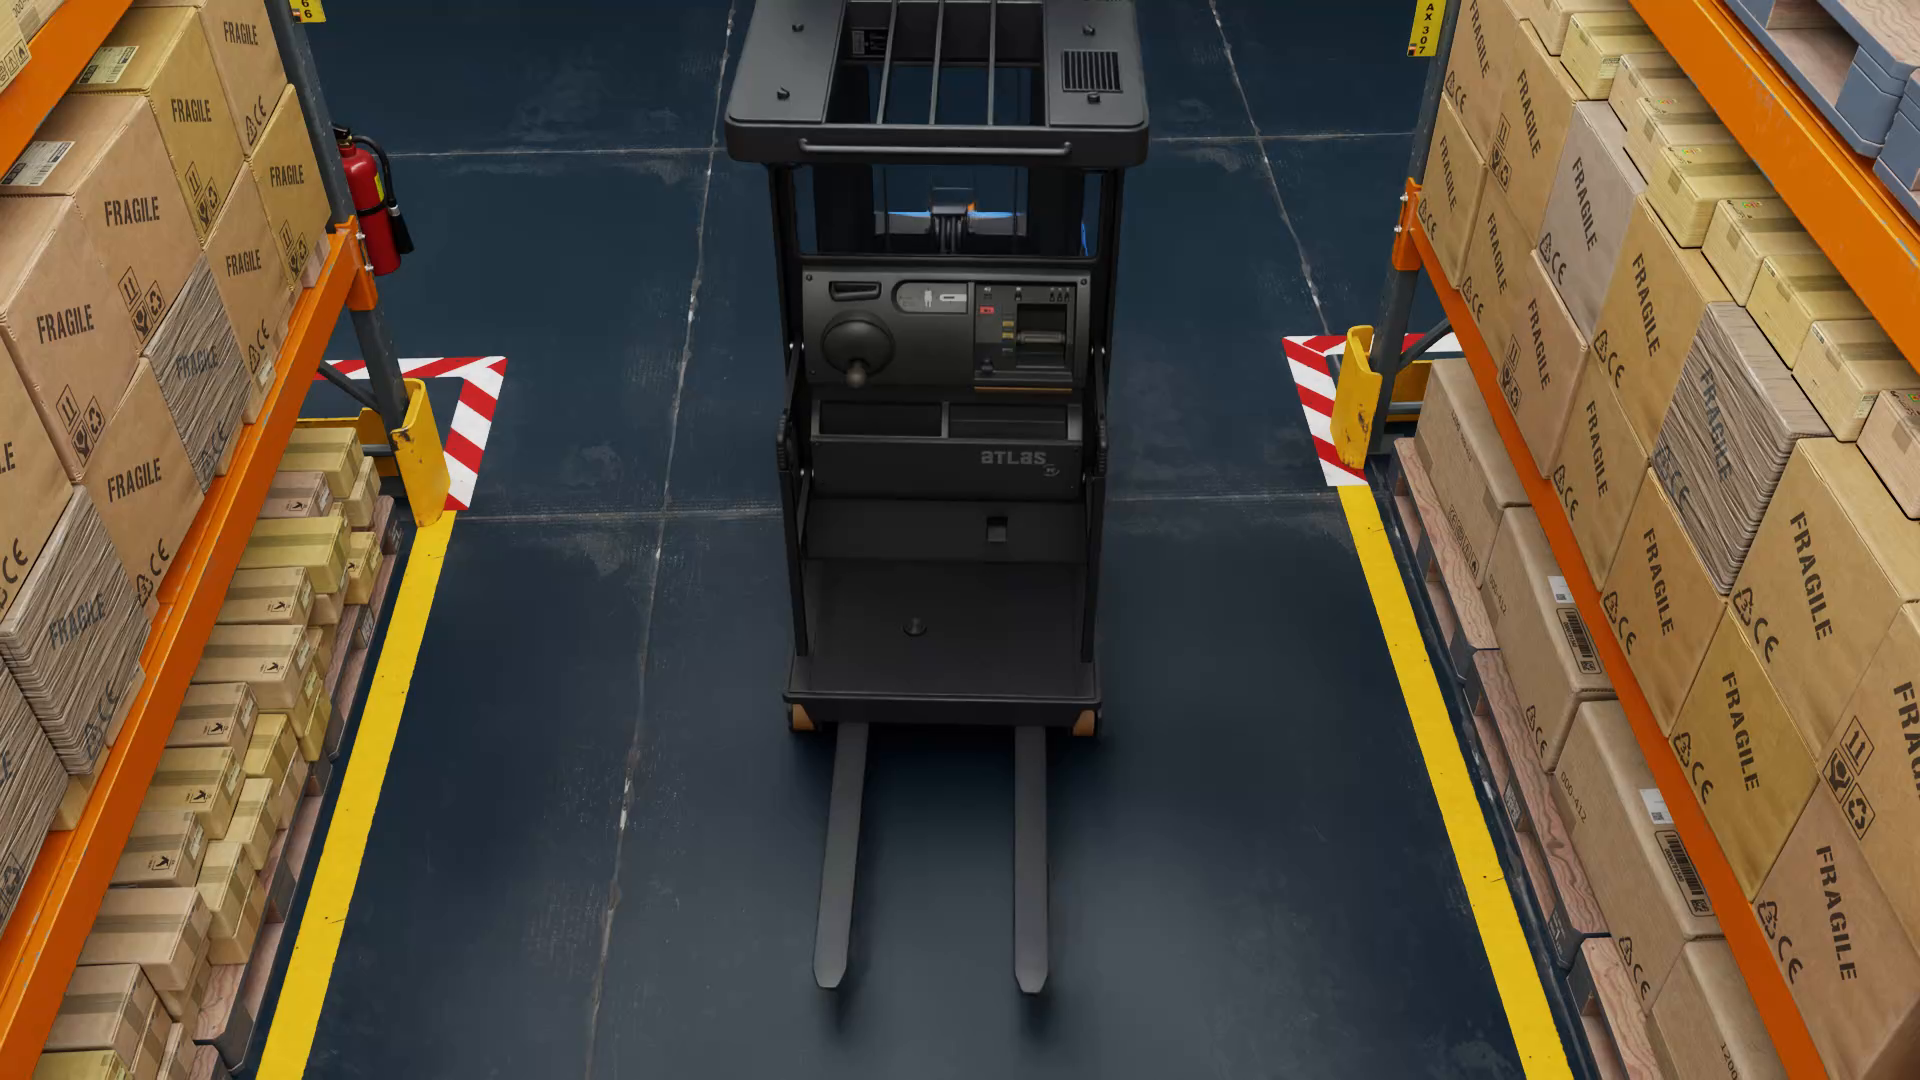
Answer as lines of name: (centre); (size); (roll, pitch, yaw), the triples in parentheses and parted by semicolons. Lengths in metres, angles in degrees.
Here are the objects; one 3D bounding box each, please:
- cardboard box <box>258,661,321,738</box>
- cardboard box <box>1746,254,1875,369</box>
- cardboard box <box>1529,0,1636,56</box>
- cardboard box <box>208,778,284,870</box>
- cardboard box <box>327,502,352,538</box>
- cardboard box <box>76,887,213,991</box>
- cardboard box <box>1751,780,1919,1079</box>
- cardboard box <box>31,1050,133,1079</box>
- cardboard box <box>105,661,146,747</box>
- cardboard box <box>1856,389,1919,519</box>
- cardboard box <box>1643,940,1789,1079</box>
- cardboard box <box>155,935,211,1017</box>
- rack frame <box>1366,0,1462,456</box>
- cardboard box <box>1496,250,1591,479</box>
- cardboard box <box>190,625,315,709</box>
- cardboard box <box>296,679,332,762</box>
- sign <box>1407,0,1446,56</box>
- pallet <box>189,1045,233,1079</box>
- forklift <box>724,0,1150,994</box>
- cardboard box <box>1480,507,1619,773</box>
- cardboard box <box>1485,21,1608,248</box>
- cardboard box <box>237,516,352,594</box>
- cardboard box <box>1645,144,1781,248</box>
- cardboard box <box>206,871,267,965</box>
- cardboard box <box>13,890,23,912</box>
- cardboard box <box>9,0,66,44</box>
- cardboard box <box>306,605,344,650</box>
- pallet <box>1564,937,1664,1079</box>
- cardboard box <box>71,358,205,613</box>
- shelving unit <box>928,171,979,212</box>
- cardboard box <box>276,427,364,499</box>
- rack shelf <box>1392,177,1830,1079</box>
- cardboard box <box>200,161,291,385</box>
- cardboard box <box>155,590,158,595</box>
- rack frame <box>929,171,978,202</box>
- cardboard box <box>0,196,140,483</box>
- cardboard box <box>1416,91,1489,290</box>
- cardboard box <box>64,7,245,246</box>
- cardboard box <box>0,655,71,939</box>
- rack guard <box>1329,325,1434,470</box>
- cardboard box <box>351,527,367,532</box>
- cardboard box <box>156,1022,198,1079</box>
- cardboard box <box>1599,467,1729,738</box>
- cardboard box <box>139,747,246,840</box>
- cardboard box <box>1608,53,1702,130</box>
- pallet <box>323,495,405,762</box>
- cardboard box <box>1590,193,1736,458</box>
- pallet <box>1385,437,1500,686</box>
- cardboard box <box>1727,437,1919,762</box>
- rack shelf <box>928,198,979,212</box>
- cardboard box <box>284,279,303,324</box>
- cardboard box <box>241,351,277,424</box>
cardboard box: (-2.366, 0.524, 5.538); (0.380, 0.149, 0.250); (-1, 43, -1)
cardboard box: (2.057, -0.529, 3.813); (0.380, 0.149, 0.250); (-2, 43, -3)
cardboard box: (1.927, -1.565, 4.943); (0.380, 0.149, 0.250); (0, 43, 0)
cardboard box: (-2.334, 0.882, 5.147); (0.380, 0.149, 0.250); (-1, 43, -1)
cardboard box: (-2.467, 0.002, 6.107); (0.380, 0.149, 0.250); (-3, 43, -3)
cardboard box: (-2.345, 1.121, 4.666); (0.380, 0.149, 0.250); (-1, 43, -1)
cardboard box: (2.104, 0.836, 3.544); (0.500, 0.500, 0.500); (-1, 43, -1)
cardboard box: (-2.382, 1.471, 4.284); (0.380, 0.149, 0.250); (-2, 43, -2)
cardboard box: (-2.352, 0.394, 4.287); (0.380, 0.149, 0.250); (0, 43, 0)
cardboard box: (2.116, -0.184, 3.437); (0.380, 0.149, 0.250); (-2, 43, -2)
cardboard box: (2.460, 1.542, 4.433); (0.875, 0.438, 0.875); (-2, 43, -2)
cardboard box: (-2.401, 1.221, 4.776); (0.380, 0.149, 0.250); (0, 43, 0)
rack frame: (2.209, -1.521, 6.190); (1.000, 3.000, 0.127); (-2, 43, -2)
cardboard box: (1.996, -0.541, 5.047); (0.500, 0.500, 0.500); (-2, 43, -2)
cardboard box: (-2.350, 0.415, 5.436); (0.380, 0.149, 0.250); (0, 43, 0)
cardboard box: (-2.367, 0.623, 5.650); (0.380, 0.149, 0.250); (-3, 43, -4)
sign: (1.655, -1.858, 5.858); (0.100, 0.325, 0.005); (-2, 43, -2)
pallet: (-2.626, 1.965, 4.450); (1.003, 0.211, 1.213); (-2, 43, -2)
forklift: (-0.048, -0.597, 5.233); (1.130, 2.935, 3.031); (1, 43, 1)
cardboard box: (2.385, 0.329, 5.757); (0.875, 0.438, 0.875); (-1, 43, -1)
cardboard box: (1.974, -1.246, 5.075); (0.500, 0.500, 0.500); (-3, 43, -3)
cardboard box: (-2.365, 0.058, 5.825); (0.380, 0.149, 0.250); (-3, 43, -3)
cardboard box: (1.972, -0.870, 4.185); (0.380, 0.149, 0.250); (-3, 43, -3)
cardboard box: (-2.352, 1.156, 5.068); (0.380, 0.149, 0.250); (-3, 43, -3)
cardboard box: (-2.402, 0.747, 3.901); (0.380, 0.149, 0.250); (-3, 43, -4)
cardboard box: (-2.412, -1.383, 3.930); (0.500, 0.250, 0.500); (0, 43, 0)
cardboard box: (-2.464, 0.286, 6.017); (0.380, 0.149, 0.250); (-2, 43, -2)
pallet: (2.425, 1.691, 4.749); (1.003, 0.211, 1.213); (-2, 43, -2)
cardboard box: (-2.397, -0.135, 4.383); (0.500, 0.500, 0.500); (0, 43, 0)
shelving unit: (-0.026, -1.039, 7.098); (0.215, 1.050, 0.252); (0, 40, 0)
cardboard box: (-2.456, -0.284, 6.199); (0.380, 0.149, 0.250); (-1, 43, -1)
rack shelf: (2.294, 0.094, 4.960); (1.077, 0.370, 4.000); (-2, 43, -2)
cardboard box: (-2.439, -0.814, 5.124); (0.500, 0.500, 0.500); (-2, 43, -2)
cardboard box: (-2.441, 0.044, 4.668); (0.380, 0.149, 0.250); (-1, 43, -1)
rack frame: (-0.028, -1.117, 7.192); (0.200, 1.050, 0.008); (0, 40, 0)
cardboard box: (-2.386, -0.475, 4.014); (0.500, 0.500, 0.500); (-3, 43, -3)
cardboard box: (1.943, -1.226, 5.794); (0.500, 0.500, 0.500); (-2, 43, -2)
cardboard box: (-2.443, -1.182, 4.786); (0.500, 0.500, 0.500); (-3, 43, -3)
cardboard box: (-2.360, 0.567, 3.617); (0.500, 0.500, 0.500); (-2, 43, -2)
rack guard: (2.208, -0.616, 7.052); (1.175, 0.500, 0.348); (-2, 43, -2)
cardboard box: (-2.501, -0.066, 6.401); (0.380, 0.149, 0.250); (-1, 43, -1)
cardboard box: (-2.391, 1.515, 4.677); (0.380, 0.149, 0.250); (-2, 43, -3)
cardboard box: (2.041, 0.150, 4.292); (0.500, 0.500, 0.500); (-2, 43, -2)
cardboard box: (-2.411, 0.772, 5.047); (0.380, 0.149, 0.250); (-1, 43, -2)
cardboard box: (2.020, -1.212, 4.558); (0.380, 0.149, 0.250); (-1, 43, -1)
pallet: (-2.730, 0.318, 6.247); (1.003, 0.211, 1.213); (-2, 43, -2)
cardboard box: (2.026, -0.562, 4.329); (0.500, 0.500, 0.500); (-1, 43, -2)
pallet: (2.321, 0.044, 6.546); (1.003, 0.211, 1.213); (-2, 43, -2)
cardboard box: (2.070, 0.120, 3.585); (0.500, 0.500, 0.500); (-2, 43, -2)
rack shelf: (-0.027, -1.249, 6.924); (0.215, 0.259, 0.240); (0, 40, 0)
cardboard box: (-2.463, -0.837, 5.630); (0.380, 0.149, 0.250); (-2, 43, -2)
cardboard box: (-2.403, -0.497, 5.258); (0.380, 0.149, 0.250); (-1, 43, -1)
